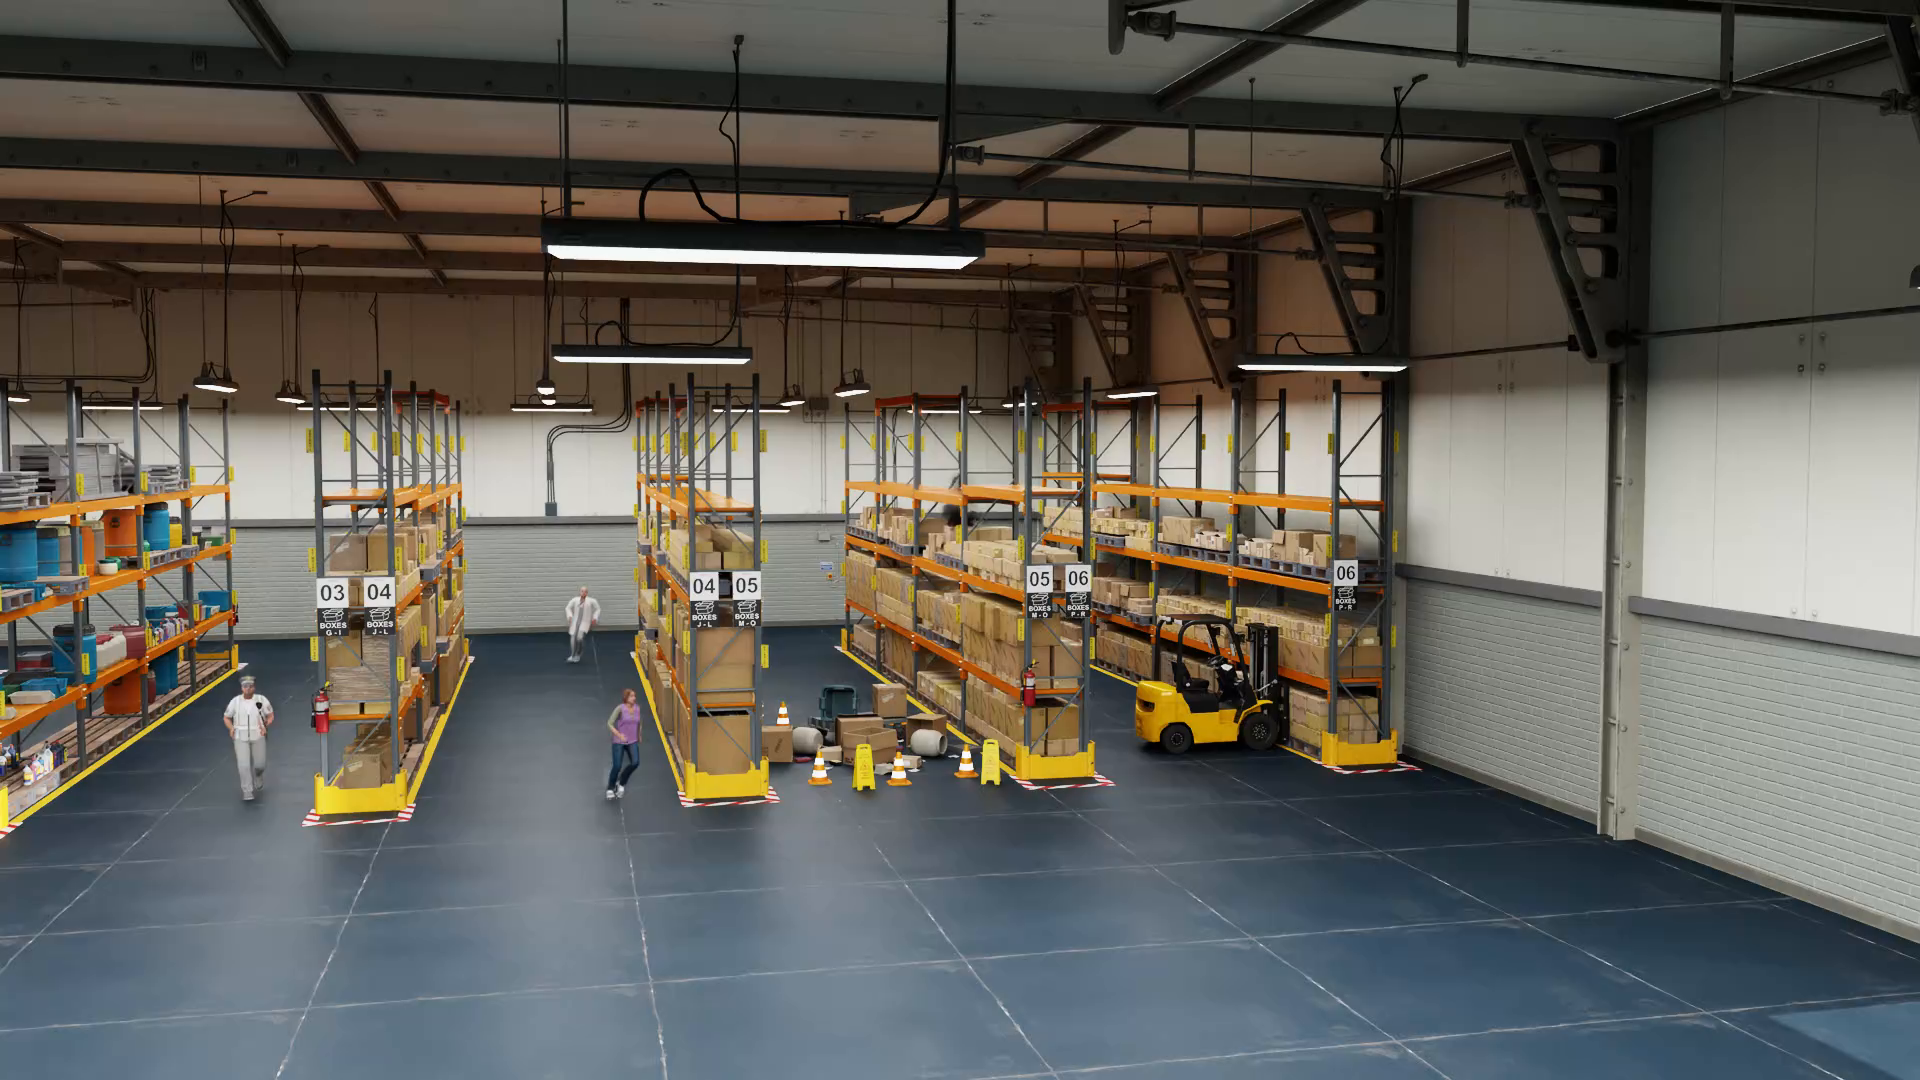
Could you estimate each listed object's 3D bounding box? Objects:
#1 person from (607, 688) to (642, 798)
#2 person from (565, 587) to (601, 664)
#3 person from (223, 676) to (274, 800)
[{"bbox_3d":[-4.698,2.863,23.460,0.590,1.545,0.562,-2,4,-33],"label":"person"},{"bbox_3d":[-8.654,1.947,38.055,0.773,1.757,0.685,0,3,3],"label":"person"},{"bbox_3d":[-10.057,2.774,23.519,0.664,1.733,0.645,-1,4,-23],"label":"person"}]
